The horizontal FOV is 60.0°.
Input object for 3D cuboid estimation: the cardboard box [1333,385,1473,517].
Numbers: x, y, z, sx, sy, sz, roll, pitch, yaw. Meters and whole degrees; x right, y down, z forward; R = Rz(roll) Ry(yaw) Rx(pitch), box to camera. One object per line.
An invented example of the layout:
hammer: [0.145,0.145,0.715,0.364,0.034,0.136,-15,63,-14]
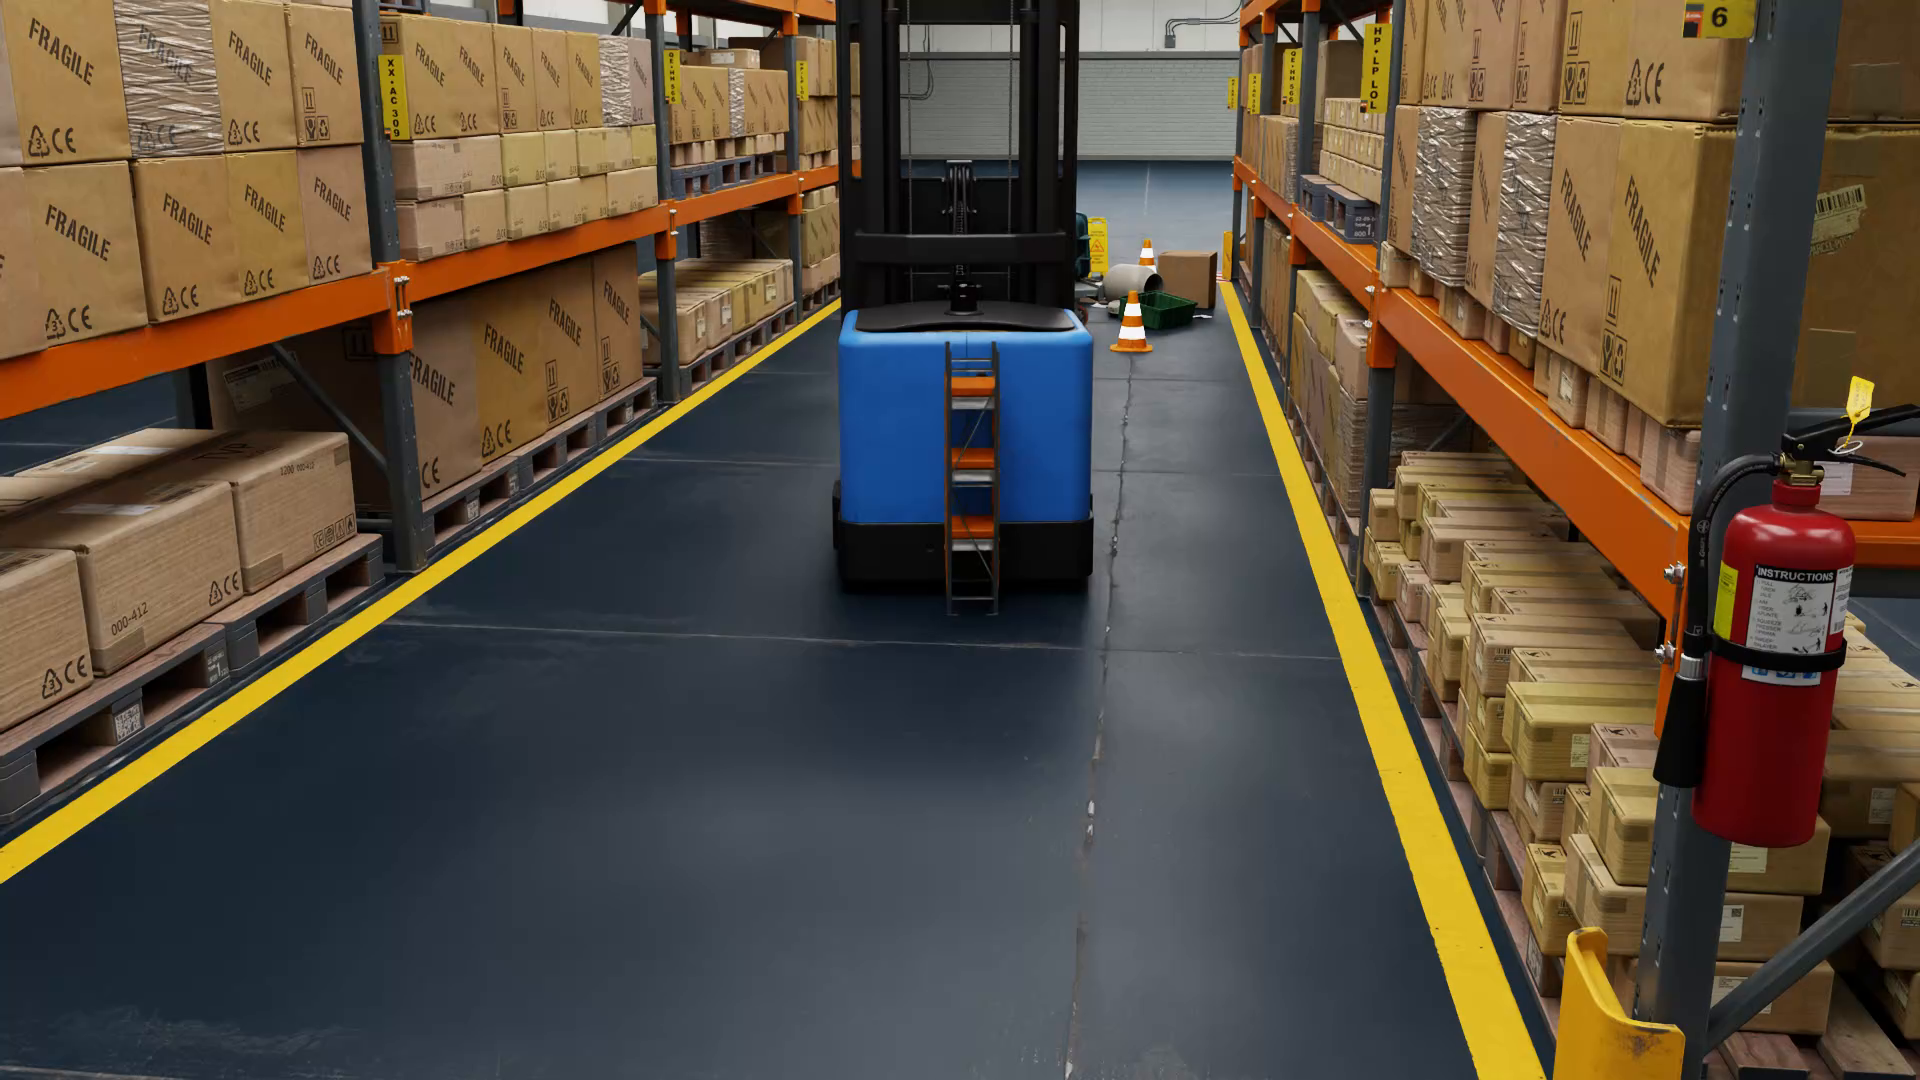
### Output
cardboard box: [1.955,-0.400,7.378,0.500,0.500,0.500,1,15,5]

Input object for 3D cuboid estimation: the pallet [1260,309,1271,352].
pallet: [3.012,-1.731,13.658,1.003,0.211,1.213,2,15,6]

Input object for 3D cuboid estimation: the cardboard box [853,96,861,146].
cardboard box: [-1.303,-4.349,17.239,0.500,0.500,0.500,2,15,6]

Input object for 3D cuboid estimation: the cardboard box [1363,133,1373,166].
cardboard box: [2.087,-1.809,7.714,0.380,0.149,0.250,1,15,3]

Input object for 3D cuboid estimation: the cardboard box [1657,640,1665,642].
cardboard box: [2.113,0.323,4.808,0.380,0.149,0.250,2,15,9]

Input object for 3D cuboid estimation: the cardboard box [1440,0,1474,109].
cardboard box: [1.697,-1.504,4.802,0.500,0.500,0.500,2,15,7]

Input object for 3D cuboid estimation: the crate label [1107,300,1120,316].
crate label: [1.508,-2.118,15.232,0.298,0.136,0.250,-10,18,-32]

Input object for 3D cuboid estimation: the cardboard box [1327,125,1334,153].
cardboard box: [2.290,-2.277,9.443,0.380,0.149,0.250,2,15,9]

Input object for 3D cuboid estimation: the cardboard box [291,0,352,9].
cardboard box: [-2.527,-2.079,6.253,0.380,0.149,0.250,1,15,5]

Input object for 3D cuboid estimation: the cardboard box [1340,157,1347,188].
cardboard box: [2.205,-1.934,8.746,0.380,0.149,0.250,2,15,8]

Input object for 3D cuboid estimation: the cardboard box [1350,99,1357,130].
cardboard box: [2.181,-2.155,8.423,0.380,0.149,0.250,2,15,8]

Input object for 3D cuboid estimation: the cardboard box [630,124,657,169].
cardboard box: [-2.159,-2.397,10.110,0.500,0.250,0.500,2,15,6]

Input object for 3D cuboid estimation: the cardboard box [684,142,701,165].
cardboard box: [-1.994,-2.663,11.442,0.380,0.149,0.250,1,15,3]

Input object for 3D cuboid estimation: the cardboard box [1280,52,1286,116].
cardboard box: [2.974,-3.681,13.422,0.700,0.500,0.500,1,15,5]

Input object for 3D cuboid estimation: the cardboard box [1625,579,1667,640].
cardboard box: [2.129,0.184,4.754,0.380,0.149,0.250,2,15,6]

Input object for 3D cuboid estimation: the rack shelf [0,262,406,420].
rack shelf: [-3.034,-0.458,4.987,1.077,0.370,4.000,2,15,6]

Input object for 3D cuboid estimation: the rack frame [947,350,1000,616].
rack frame: [0.050,-0.208,6.422,0.200,1.050,0.008,0,15,-2]

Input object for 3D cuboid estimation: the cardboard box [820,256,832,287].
cardboard box: [-1.522,-2.558,15.839,0.500,0.250,0.500,3,15,9]

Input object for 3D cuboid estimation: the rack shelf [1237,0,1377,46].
rack shelf: [3.250,-4.899,15.663,1.077,0.370,4.000,2,15,6]

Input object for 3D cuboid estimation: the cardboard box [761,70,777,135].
cardboard box: [-1.784,-3.538,13.434,0.500,0.500,0.500,2,15,7]

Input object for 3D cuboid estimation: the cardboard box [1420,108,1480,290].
cardboard box: [1.674,-1.017,4.915,0.500,0.500,0.500,1,15,5]

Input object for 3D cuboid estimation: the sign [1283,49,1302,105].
sign: [2.021,-2.816,10.112,0.100,0.325,0.005,2,15,6]

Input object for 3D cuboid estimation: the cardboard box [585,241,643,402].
cardboard box: [-2.517,-1.362,10.217,0.875,0.875,0.875,2,15,6]

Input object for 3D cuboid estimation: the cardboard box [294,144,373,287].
cardboard box: [-2.607,-1.244,6.326,0.500,0.500,0.500,2,15,7]

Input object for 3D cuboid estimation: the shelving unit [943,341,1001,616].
shelving unit: [0.046,-0.240,6.540,0.215,1.050,0.252,0,15,-2]

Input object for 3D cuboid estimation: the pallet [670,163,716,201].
pallet: [-2.382,-2.457,11.368,1.213,0.211,1.003,2,15,6]

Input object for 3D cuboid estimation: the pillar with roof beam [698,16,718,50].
pillar with roof beam: [-1.052,-11.865,34.302,9.100,9.000,0.400,2,15,6]

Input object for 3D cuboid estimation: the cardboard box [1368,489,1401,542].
cardboard box: [1.763,-0.090,6.335,0.380,0.149,0.250,2,15,9]

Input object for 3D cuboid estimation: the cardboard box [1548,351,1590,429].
cardboard box: [1.510,-0.334,3.633,0.380,0.149,0.250,2,15,8]

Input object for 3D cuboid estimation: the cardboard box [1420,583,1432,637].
cardboard box: [1.776,0.257,5.624,0.380,0.149,0.250,1,15,5]

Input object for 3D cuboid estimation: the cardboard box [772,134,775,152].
cardboard box: [-1.737,-3.271,13.688,0.380,0.149,0.250,1,15,5]

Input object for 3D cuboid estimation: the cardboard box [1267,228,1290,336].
cardboard box: [2.931,-1.982,12.751,1.050,0.750,0.750,2,15,6]

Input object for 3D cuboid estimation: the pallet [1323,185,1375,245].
pallet: [2.390,-1.634,8.328,1.003,0.211,1.213,2,15,6]

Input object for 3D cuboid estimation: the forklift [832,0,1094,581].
forklift: [-0.019,-1.577,7.881,1.130,2.935,3.031,0,15,-2]

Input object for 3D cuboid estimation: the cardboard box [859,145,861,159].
cardboard box: [-1.252,-4.077,17.473,0.380,0.149,0.250,1,15,5]

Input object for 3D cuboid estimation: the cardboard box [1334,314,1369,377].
cardboard box: [2.026,-0.896,7.776,0.500,0.250,0.500,2,15,9]

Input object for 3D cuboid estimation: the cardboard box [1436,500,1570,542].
cardboard box: [1.800,-0.030,5.543,0.380,0.149,0.250,1,15,5]

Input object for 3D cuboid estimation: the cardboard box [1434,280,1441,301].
cardboard box: [1.831,-0.879,5.648,0.380,0.149,0.250,1,15,4]

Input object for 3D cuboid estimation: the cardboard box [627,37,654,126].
cardboard box: [-2.155,-2.750,9.980,0.500,0.500,0.500,1,15,5]

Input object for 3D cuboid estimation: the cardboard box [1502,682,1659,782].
cardboard box: [1.466,0.440,3.804,0.380,0.149,0.250,1,15,5]

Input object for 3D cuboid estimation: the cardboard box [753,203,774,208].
cardboard box: [-2.050,-2.929,15.776,0.500,0.500,0.500,2,15,7]

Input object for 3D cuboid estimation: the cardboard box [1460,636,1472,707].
cardboard box: [1.596,0.382,4.589,0.380,0.149,0.250,2,15,9]

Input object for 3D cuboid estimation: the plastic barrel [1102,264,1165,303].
plastic barrel: [1.628,-2.375,15.634,0.421,0.421,0.512,-14,20,-42]

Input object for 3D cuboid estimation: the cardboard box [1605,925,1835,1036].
cardboard box: [1.522,0.864,3.377,0.380,0.149,0.250,2,15,7]

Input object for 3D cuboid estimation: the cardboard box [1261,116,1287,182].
cardboard box: [2.641,-3.068,13.070,0.500,0.500,0.500,2,15,7]

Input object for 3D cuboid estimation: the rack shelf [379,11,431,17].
rack shelf: [-6.612,-5.163,16.642,1.077,0.370,4.000,2,15,6]

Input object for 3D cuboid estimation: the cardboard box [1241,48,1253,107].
cardboard box: [3.227,-4.529,16.307,0.875,0.550,0.550,2,15,6]

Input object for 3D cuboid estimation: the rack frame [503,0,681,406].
rack frame: [-2.357,-2.361,10.648,1.000,3.000,0.127,2,15,6]

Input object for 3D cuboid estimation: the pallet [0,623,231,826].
pallet: [-3.107,0.535,5.281,1.003,0.211,1.213,2,15,6]

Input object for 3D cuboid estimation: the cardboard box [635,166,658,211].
cardboard box: [-2.156,-2.150,10.154,0.500,0.250,0.500,1,15,4]

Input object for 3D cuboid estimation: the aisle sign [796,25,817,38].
aisle sign: [-1.755,-5.716,18.075,0.394,0.787,0.004,2,15,6]
